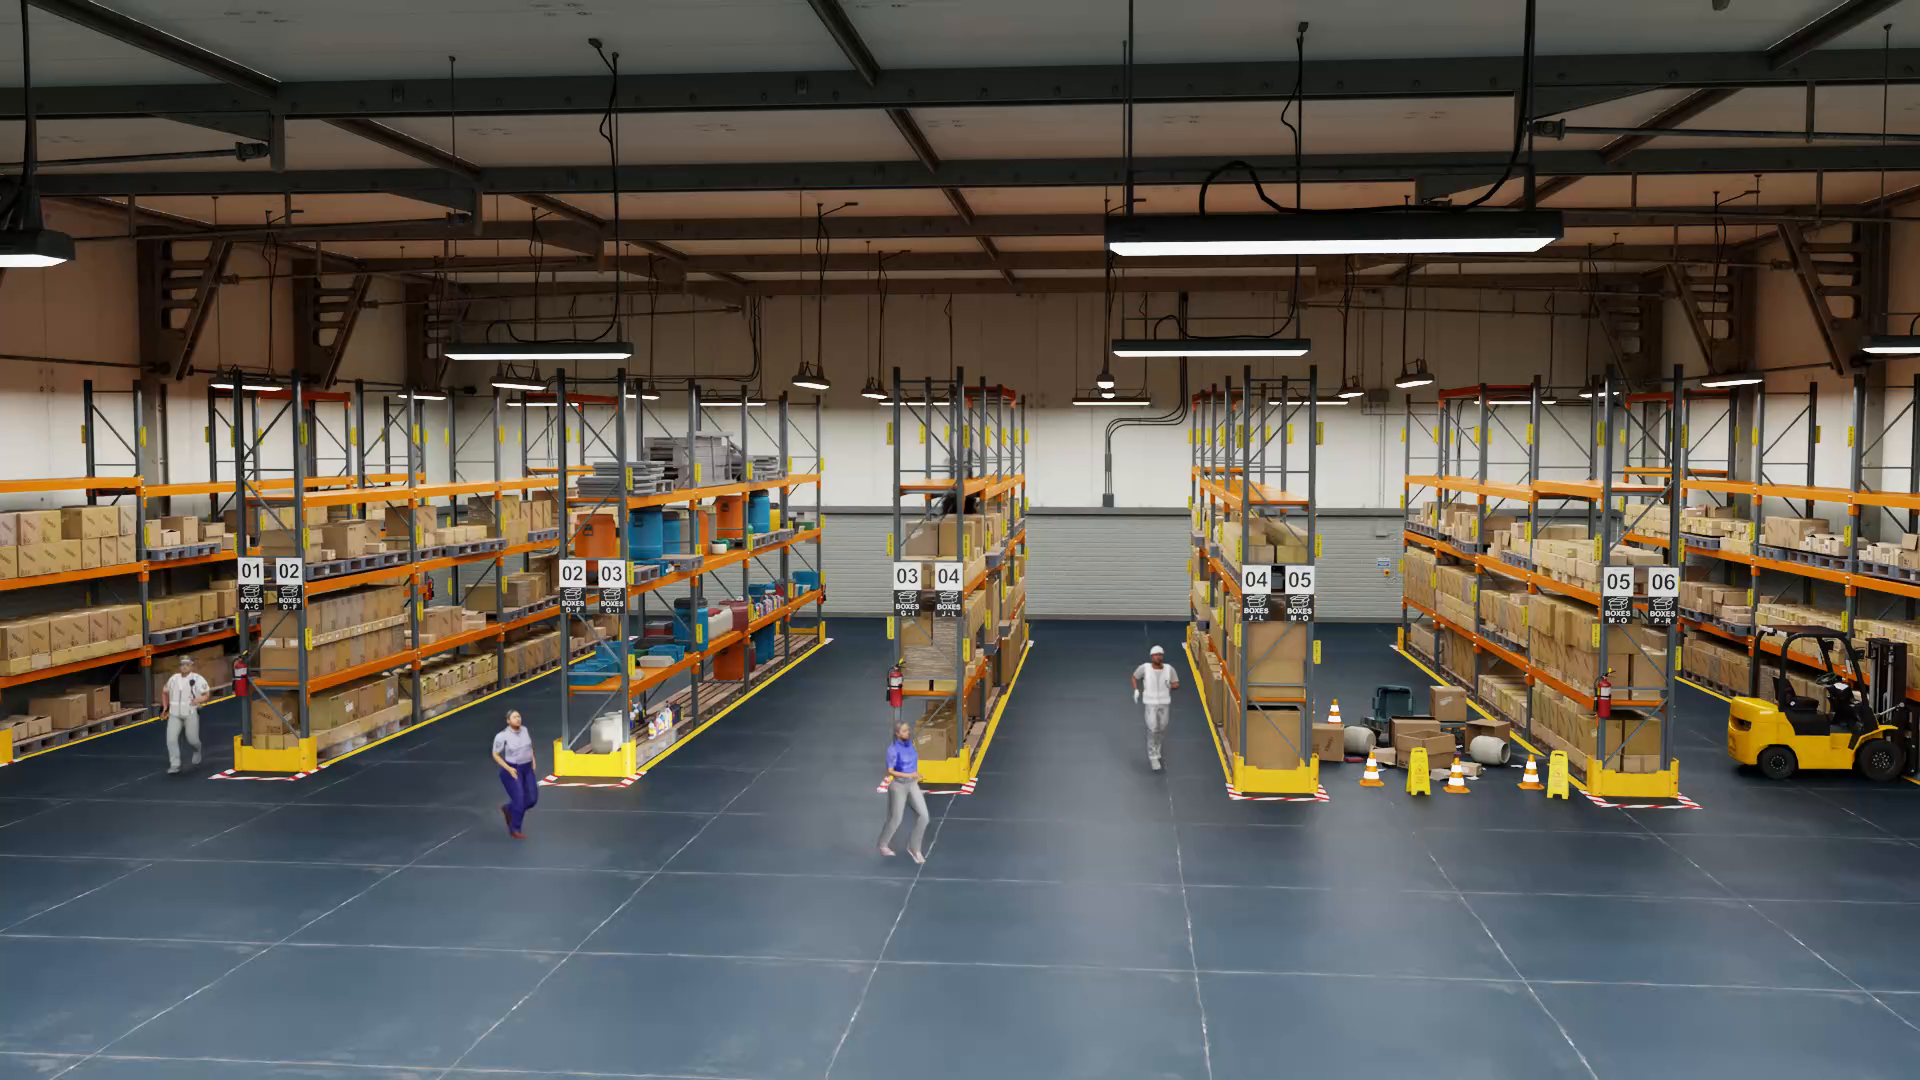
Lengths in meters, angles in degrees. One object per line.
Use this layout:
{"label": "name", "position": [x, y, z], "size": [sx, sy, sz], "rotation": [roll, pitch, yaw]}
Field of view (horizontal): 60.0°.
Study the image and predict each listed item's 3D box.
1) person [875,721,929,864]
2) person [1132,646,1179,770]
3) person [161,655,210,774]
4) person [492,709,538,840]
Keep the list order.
{"label": "person", "position": [-0.681, 2.974, 19.599], "size": [0.726, 1.705, 0.576], "rotation": [3, 5, 41]}
{"label": "person", "position": [2.994, 2.518, 25.325], "size": [0.671, 1.818, 0.897], "rotation": [-1, 4, -8]}
{"label": "person", "position": [-11.616, 2.590, 24.886], "size": [0.724, 1.741, 0.737], "rotation": [0, 4, -5]}
{"label": "person", "position": [-5.566, 2.917, 20.809], "size": [0.521, 1.617, 0.603], "rotation": [2, 4, 35]}
